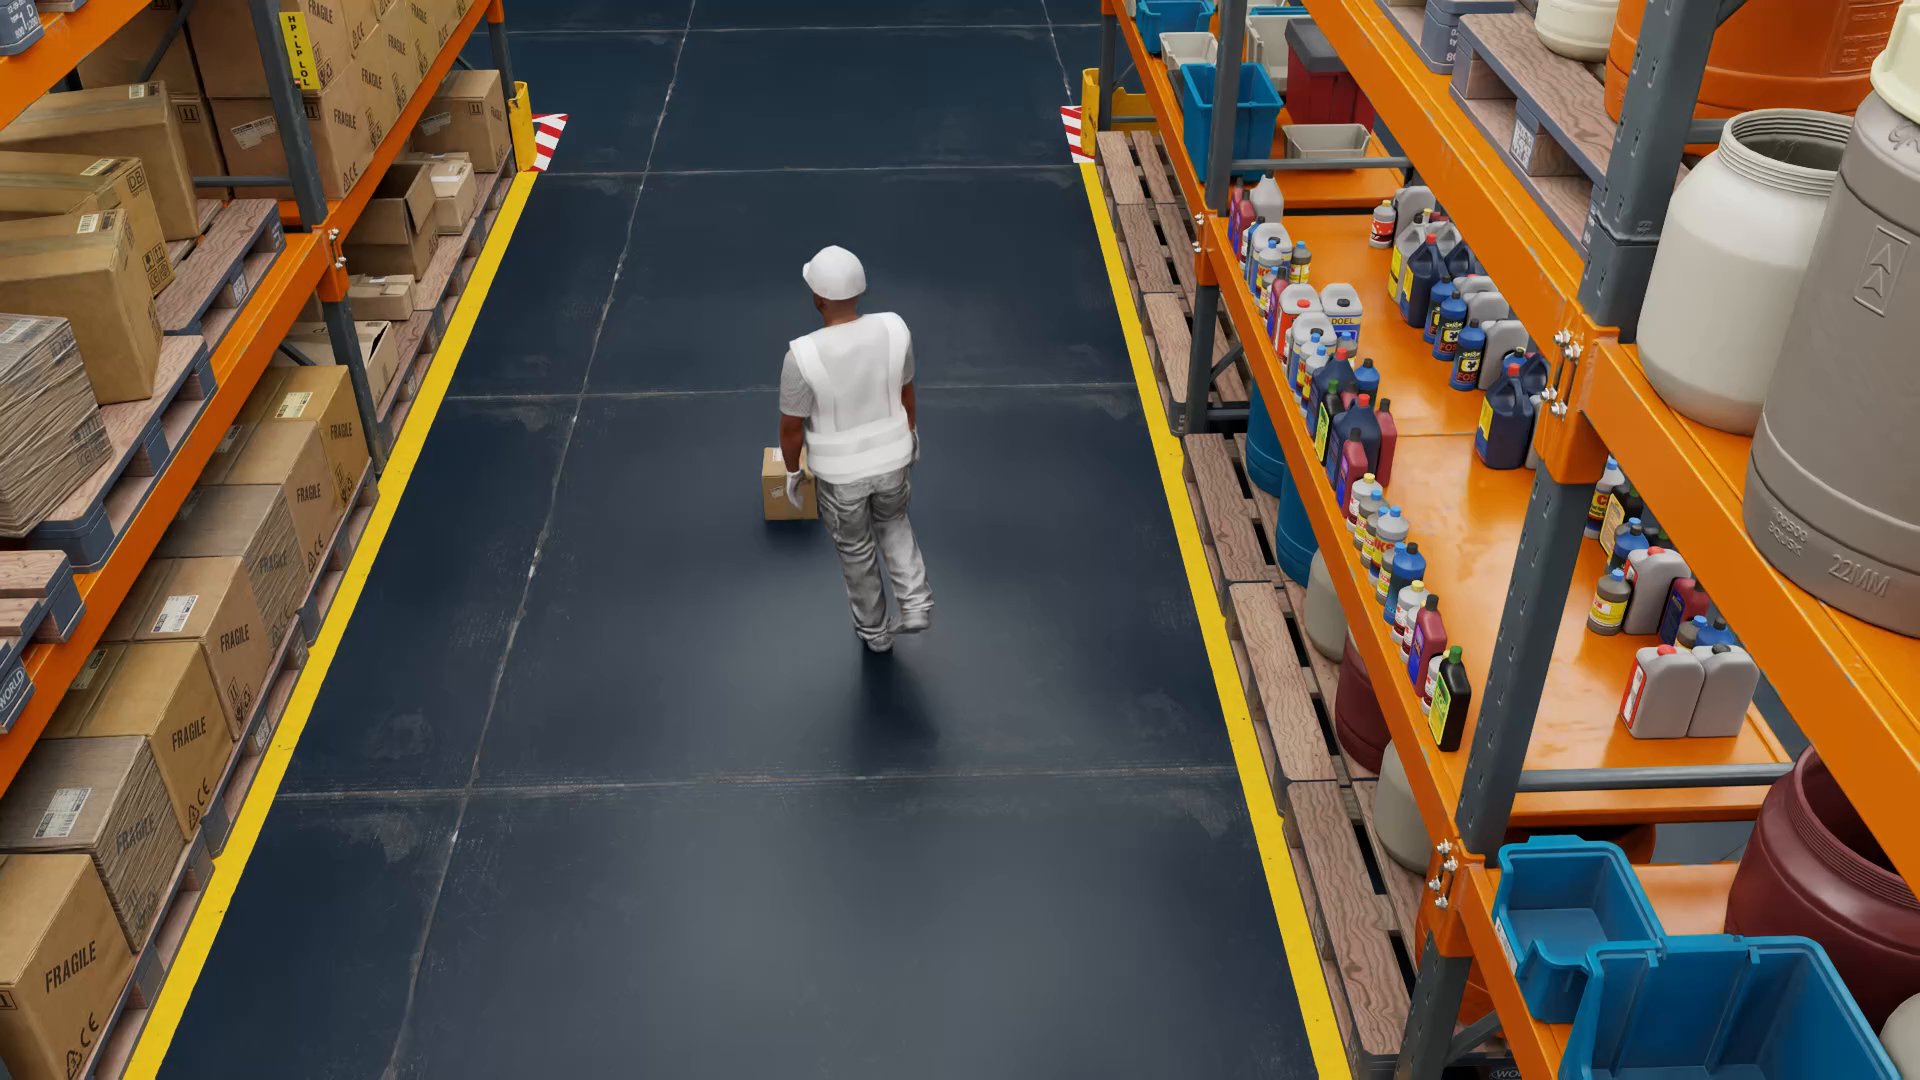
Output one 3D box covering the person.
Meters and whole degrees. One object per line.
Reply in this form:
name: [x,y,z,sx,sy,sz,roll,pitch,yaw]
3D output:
person: [-0.380,-0.278,6.499,0.609,1.780,0.553,-14,37,-19]
